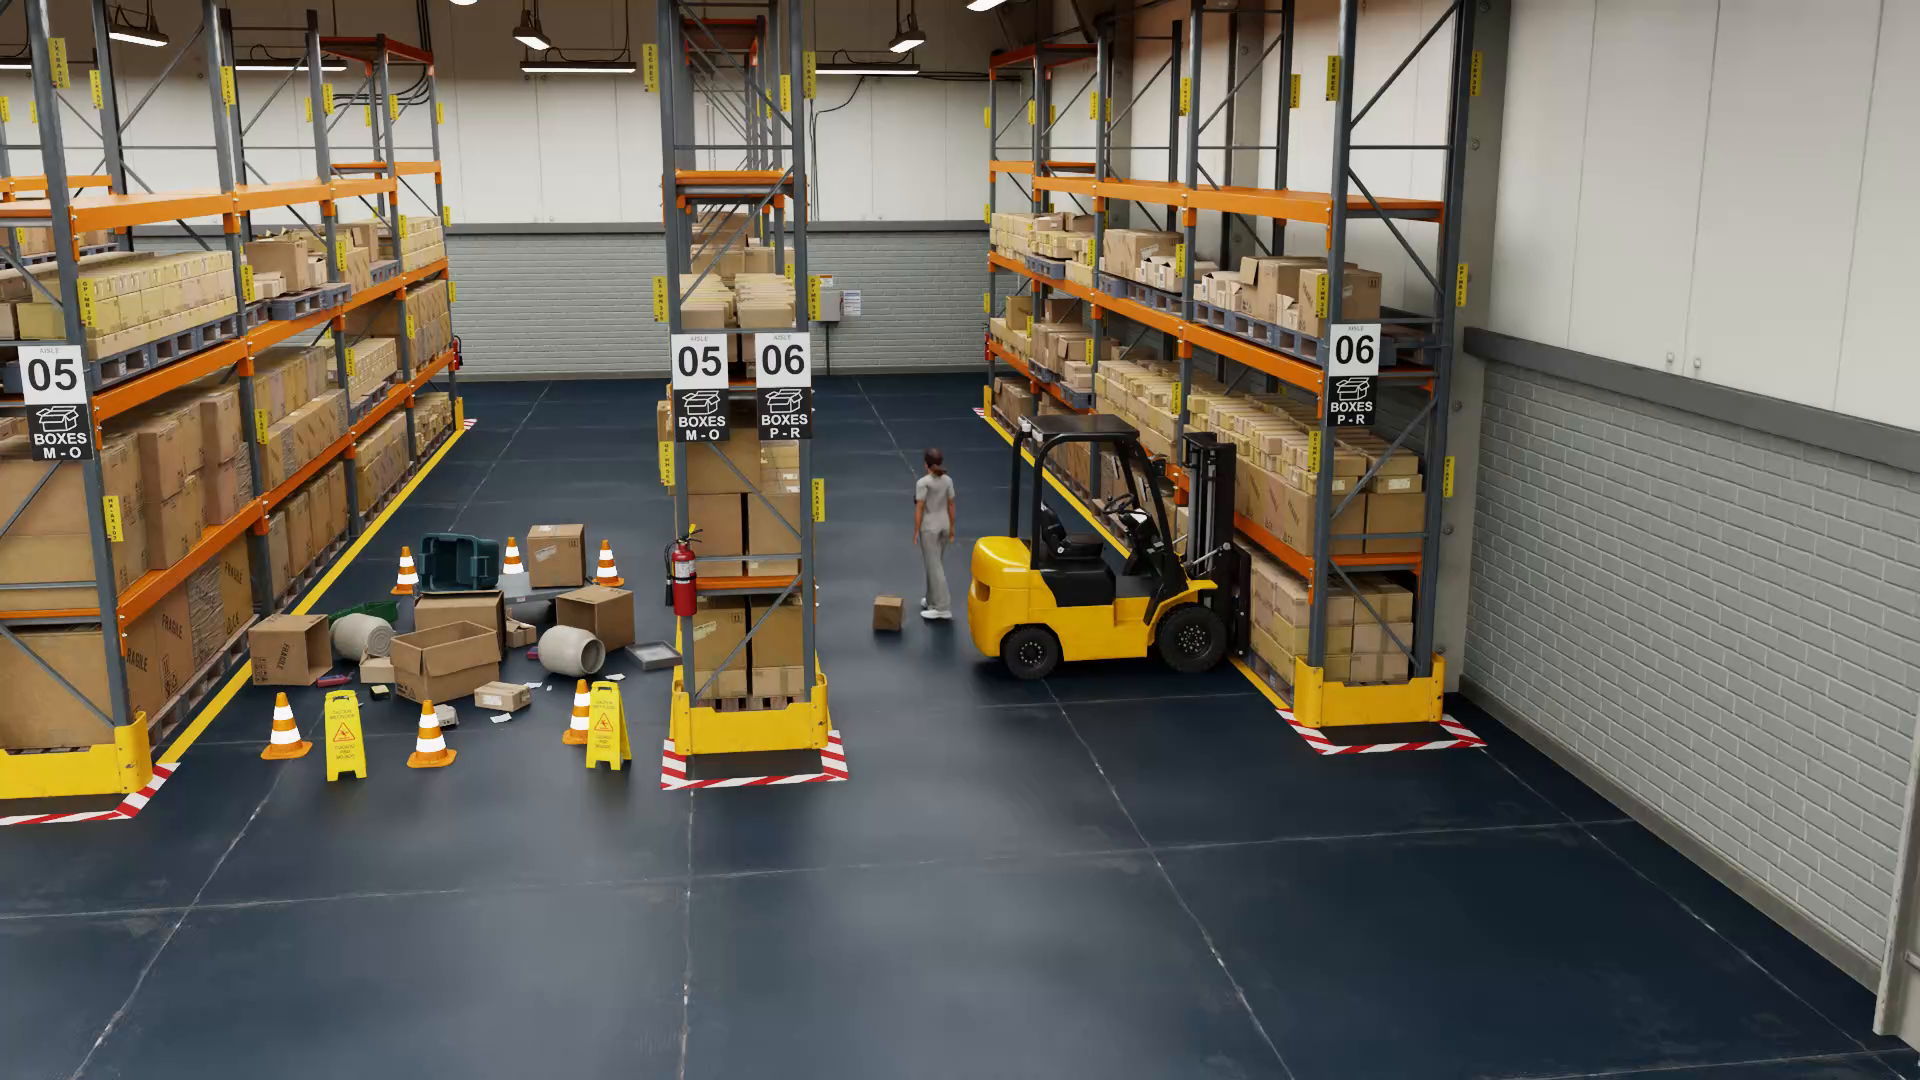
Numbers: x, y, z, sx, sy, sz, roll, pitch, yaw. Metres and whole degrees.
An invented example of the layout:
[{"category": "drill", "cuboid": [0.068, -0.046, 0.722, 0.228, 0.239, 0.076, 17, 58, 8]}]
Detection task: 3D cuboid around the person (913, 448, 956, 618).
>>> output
[{"category": "person", "cuboid": [-0.258, -0.080, 16.335, 0.511, 1.667, 0.619, -13, 18, -43]}]
